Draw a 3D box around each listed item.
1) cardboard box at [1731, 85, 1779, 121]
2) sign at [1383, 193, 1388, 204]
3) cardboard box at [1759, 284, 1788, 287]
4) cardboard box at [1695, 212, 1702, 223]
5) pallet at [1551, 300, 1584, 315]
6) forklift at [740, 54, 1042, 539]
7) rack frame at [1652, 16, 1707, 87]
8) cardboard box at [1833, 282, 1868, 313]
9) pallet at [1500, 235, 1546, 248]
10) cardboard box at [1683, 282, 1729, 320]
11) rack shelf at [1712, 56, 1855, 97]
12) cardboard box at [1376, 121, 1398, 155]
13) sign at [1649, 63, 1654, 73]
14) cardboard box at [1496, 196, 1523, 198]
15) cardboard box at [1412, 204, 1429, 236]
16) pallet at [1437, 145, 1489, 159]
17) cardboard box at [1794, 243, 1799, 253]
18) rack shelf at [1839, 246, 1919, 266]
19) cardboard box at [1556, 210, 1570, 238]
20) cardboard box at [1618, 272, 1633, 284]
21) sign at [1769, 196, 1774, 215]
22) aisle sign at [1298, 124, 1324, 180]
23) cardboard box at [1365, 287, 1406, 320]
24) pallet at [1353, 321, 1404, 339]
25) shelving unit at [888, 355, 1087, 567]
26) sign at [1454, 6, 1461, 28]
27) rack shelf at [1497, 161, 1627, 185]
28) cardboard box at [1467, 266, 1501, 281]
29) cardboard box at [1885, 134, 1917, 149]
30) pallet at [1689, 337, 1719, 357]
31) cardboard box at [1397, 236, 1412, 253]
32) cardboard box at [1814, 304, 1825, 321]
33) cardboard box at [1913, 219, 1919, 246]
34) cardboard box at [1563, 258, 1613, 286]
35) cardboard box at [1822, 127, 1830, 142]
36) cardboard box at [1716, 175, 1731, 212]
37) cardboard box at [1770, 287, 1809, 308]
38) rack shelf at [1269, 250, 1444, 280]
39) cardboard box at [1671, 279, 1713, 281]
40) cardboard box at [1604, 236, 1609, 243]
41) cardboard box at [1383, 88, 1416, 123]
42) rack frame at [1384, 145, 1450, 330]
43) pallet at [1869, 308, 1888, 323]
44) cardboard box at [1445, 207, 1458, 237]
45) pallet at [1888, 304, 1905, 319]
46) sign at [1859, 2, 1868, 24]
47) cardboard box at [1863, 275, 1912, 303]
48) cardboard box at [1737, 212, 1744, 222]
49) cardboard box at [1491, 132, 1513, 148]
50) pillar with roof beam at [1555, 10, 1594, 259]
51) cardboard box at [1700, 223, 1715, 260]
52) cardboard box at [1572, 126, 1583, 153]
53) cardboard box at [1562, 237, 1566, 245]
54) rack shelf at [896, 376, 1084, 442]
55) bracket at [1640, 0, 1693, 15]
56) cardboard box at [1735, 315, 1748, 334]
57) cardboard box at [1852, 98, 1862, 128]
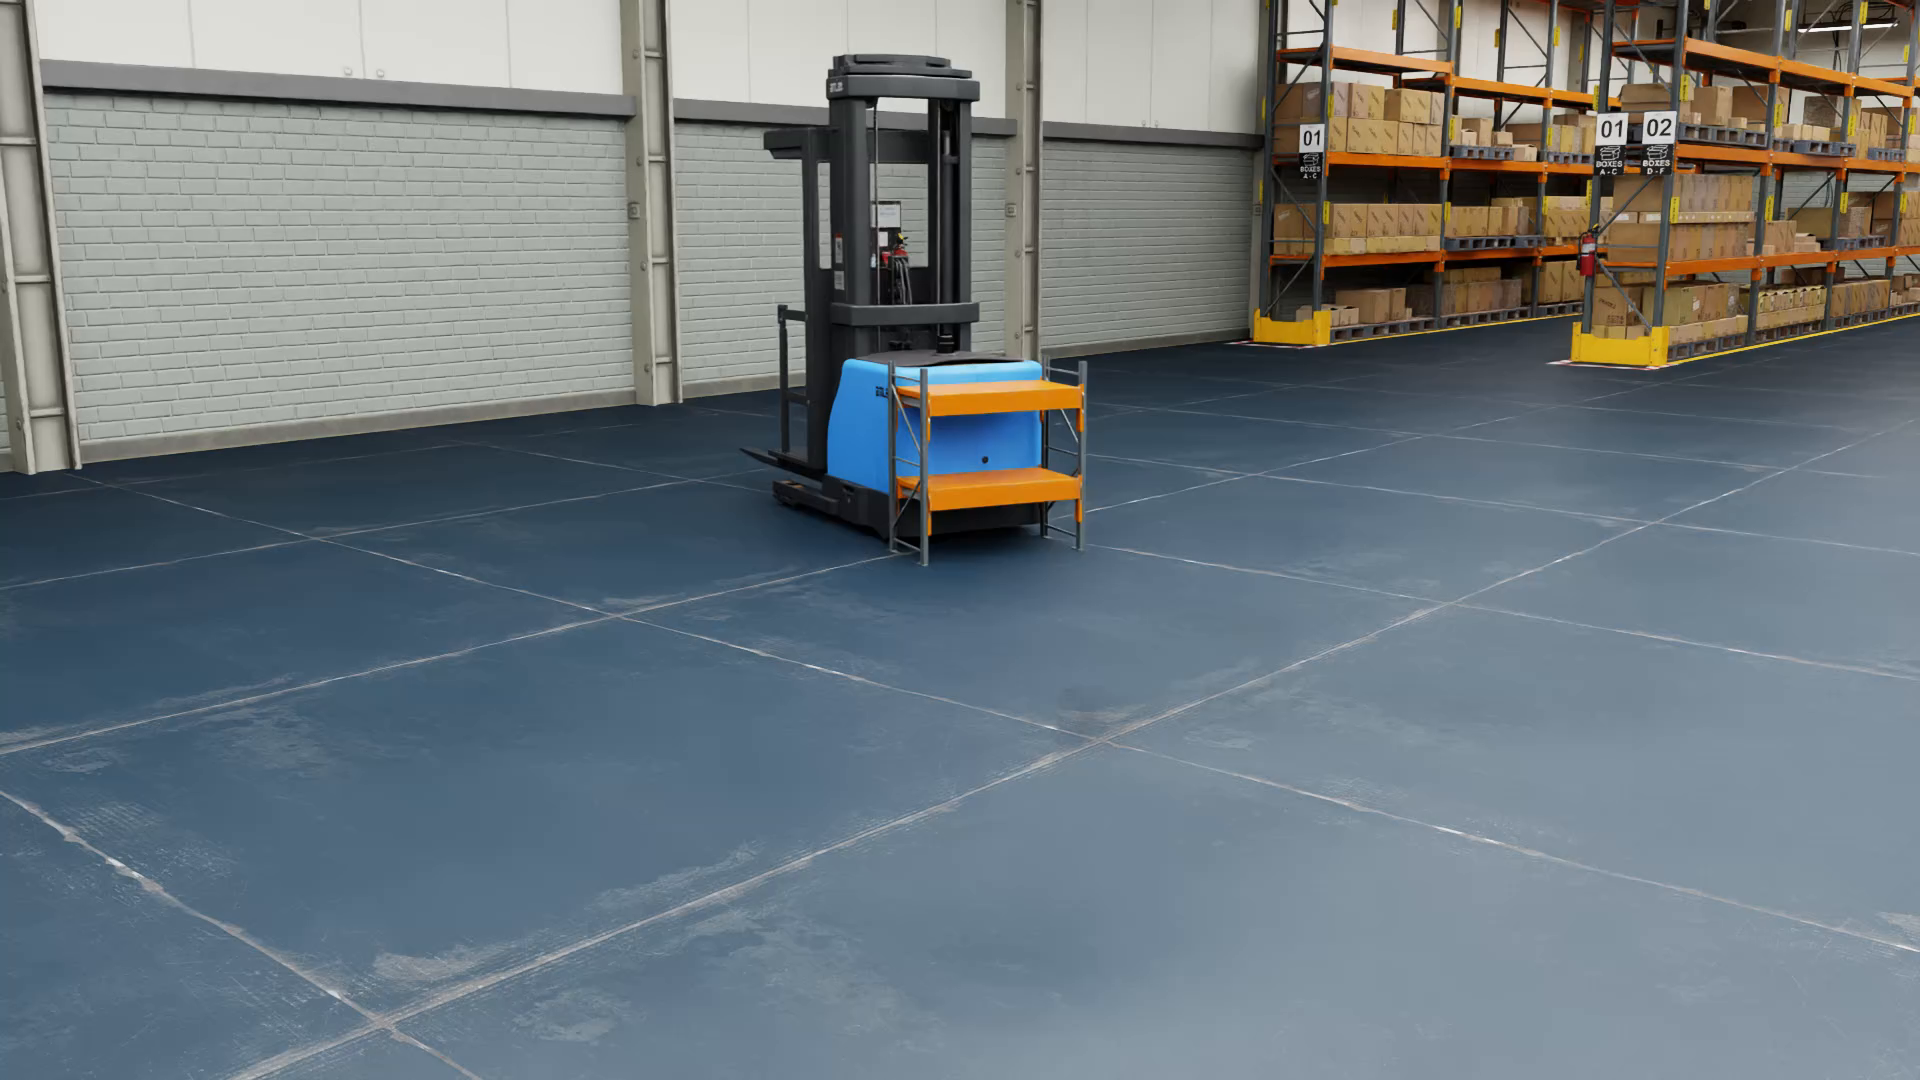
[{"bbox_3d":[11.765,-6.458,24.623,0.500,0.500,0.500,10,15,41],"label":"cardboard box"},{"bbox_3d":[7.185,-5.680,28.035,0.100,0.325,0.005,10,15,40],"label":"sign"},{"bbox_3d":[13.402,-4.083,27.512,0.500,0.311,0.500,10,15,42],"label":"cardboard box"},{"bbox_3d":[9.789,-4.362,22.479,0.380,0.149,0.250,9,14,38],"label":"cardboard box"},{"bbox_3d":[11.628,-4.547,32.438,1.003,0.211,1.213,10,15,40],"label":"pallet"},{"bbox_3d":[-0.631,-1.685,11.166,1.130,2.935,3.031,-6,13,-28],"label":"forklift"},{"bbox_3d":[15.526,-9.748,36.044,1.000,3.000,0.127,10,15,40],"label":"rack frame"},{"bbox_3d":[15.501,-4.238,29.030,0.500,0.500,0.500,9,14,38],"label":"cardboard box"},{"bbox_3d":[9.855,-5.417,30.163,1.213,0.211,1.003,10,15,40],"label":"pallet"},{"bbox_3d":[10.520,-3.384,23.528,0.500,0.500,0.500,10,15,40],"label":"cardboard box"},{"bbox_3d":[12.648,-7.088,25.583,1.077,0.370,4.000,10,15,40],"label":"rack shelf"},{"bbox_3d":[6.431,-6.232,25.790,0.500,0.500,0.500,11,16,44],"label":"cardboard box"},{"bbox_3d":[15.113,-10.357,36.300,0.100,0.325,0.005,10,15,40],"label":"sign"},{"bbox_3d":[10.350,-6.302,31.126,0.500,0.250,0.500,10,15,42],"label":"cardboard box"},{"bbox_3d":[7.200,-5.161,26.811,0.500,0.500,0.500,10,15,40],"label":"cardboard box"},{"bbox_3d":[8.092,-6.497,27.902,1.213,0.211,1.003,10,15,40],"label":"pallet"},{"bbox_3d":[13.169,-4.671,26.583,0.250,0.149,0.380,-11,16,-43],"label":"cardboard box"},{"bbox_3d":[17.929,-5.520,32.024,1.077,0.370,4.000,10,15,40],"label":"rack shelf"},{"bbox_3d":[11.111,-5.948,31.269,0.500,0.500,0.500,10,15,42],"label":"cardboard box"},{"bbox_3d":[13.456,-5.295,34.373,0.700,0.500,0.500,10,15,41],"label":"cardboard box"},{"bbox_3d":[13.555,-5.587,27.773,0.100,0.325,0.005,10,15,40],"label":"sign"},{"bbox_3d":[5.142,-5.678,24.343,0.394,0.787,0.004,10,15,40],"label":"aisle sign"},{"bbox_3d":[6.950,-3.873,27.203,0.500,0.500,0.500,8,14,36],"label":"cardboard box"},{"bbox_3d":[6.383,-3.390,26.644,1.003,0.211,1.213,10,15,40],"label":"pallet"},{"bbox_3d":[0.159,-0.487,9.777,1.048,1.125,0.538,-5,12,-25],"label":"shelving unit"},{"bbox_3d":[8.000,-8.407,26.740,0.100,0.325,0.005,10,15,40],"label":"sign"},{"bbox_3d":[11.565,-7.042,31.988,1.077,0.370,4.000,10,15,40],"label":"rack shelf"},{"bbox_3d":[9.386,-4.799,29.923,0.500,0.250,0.500,10,15,41],"label":"cardboard box"},{"bbox_3d":[17.117,-7.260,30.350,0.500,0.250,0.500,10,15,40],"label":"cardboard box"},{"bbox_3d":[9.967,-2.742,23.399,1.003,0.211,1.213,10,15,40],"label":"pallet"},{"bbox_3d":[6.864,-4.720,26.517,0.500,0.250,0.500,10,15,40],"label":"cardboard box"},{"bbox_3d":[13.804,-3.738,27.217,0.500,0.250,0.500,10,15,42],"label":"cardboard box"},{"bbox_3d":[17.818,-5.816,31.416,0.500,0.500,0.500,10,15,40],"label":"cardboard box"},{"bbox_3d":[12.554,-5.257,33.291,0.750,0.750,0.750,10,15,41],"label":"cardboard box"},{"bbox_3d":[13.711,-6.519,26.843,0.500,0.250,0.500,8,14,36],"label":"cardboard box"},{"bbox_3d":[10.376,-4.872,23.378,0.700,0.500,0.500,10,15,40],"label":"cardboard box"},{"bbox_3d":[13.134,-3.862,26.405,0.500,0.311,0.500,10,15,40],"label":"cardboard box"},{"bbox_3d":[6.284,-4.394,26.389,1.077,0.370,4.000,10,15,40],"label":"rack shelf"},{"bbox_3d":[10.787,-3.599,24.604,0.500,0.500,0.500,10,15,40],"label":"cardboard box"},{"bbox_3d":[12.726,-5.978,33.074,0.380,0.149,0.250,10,15,41],"label":"cardboard box"},{"bbox_3d":[6.787,-6.792,26.042,0.500,0.500,0.500,9,14,38],"label":"cardboard box"},{"bbox_3d":[7.605,-5.041,27.792,1.000,3.000,0.127,10,15,40],"label":"rack frame"},{"bbox_3d":[16.100,-4.086,30.130,1.003,0.211,1.213,10,15,40],"label":"pallet"},{"bbox_3d":[7.966,-5.376,28.092,0.700,0.500,0.500,10,15,41],"label":"cardboard box"},{"bbox_3d":[17.063,-4.311,31.259,1.003,0.211,1.213,10,15,40],"label":"pallet"},{"bbox_3d":[14.388,-8.396,26.483,0.100,0.325,0.005,10,15,40],"label":"sign"},{"bbox_3d":[17.845,-4.847,32.069,0.797,0.503,0.637,10,15,40],"label":"cardboard box"},{"bbox_3d":[10.974,-4.626,23.800,0.380,0.149,0.250,9,15,39],"label":"cardboard box"},{"bbox_3d":[9.320,-6.982,29.537,0.637,0.503,0.797,-10,15,-40],"label":"cardboard box"},{"bbox_3d":[15.932,-8.818,31.386,9.100,9.000,0.548,10,15,40],"label":"pillar with roof beam"},{"bbox_3d":[10.025,-4.157,23.109,0.700,0.500,0.500,10,15,42],"label":"cardboard box"},{"bbox_3d":[11.524,-7.683,31.981,0.700,0.500,0.500,10,15,40],"label":"cardboard box"},{"bbox_3d":[11.286,-5.691,31.636,0.380,0.149,0.250,10,15,42],"label":"cardboard box"},{"bbox_3d":[0.159,-0.774,9.720,1.000,0.278,0.538,-5,12,-25],"label":"rack shelf"},{"bbox_3d":[14.939,-11.534,35.794,0.076,0.066,4.783,10,15,40],"label":"bracket"},{"bbox_3d":[11.186,-3.162,24.333,0.500,0.250,0.500,10,15,40],"label":"cardboard box"},{"bbox_3d":[14.935,-7.213,28.201,0.500,0.500,0.500,10,15,40],"label":"cardboard box"}]
